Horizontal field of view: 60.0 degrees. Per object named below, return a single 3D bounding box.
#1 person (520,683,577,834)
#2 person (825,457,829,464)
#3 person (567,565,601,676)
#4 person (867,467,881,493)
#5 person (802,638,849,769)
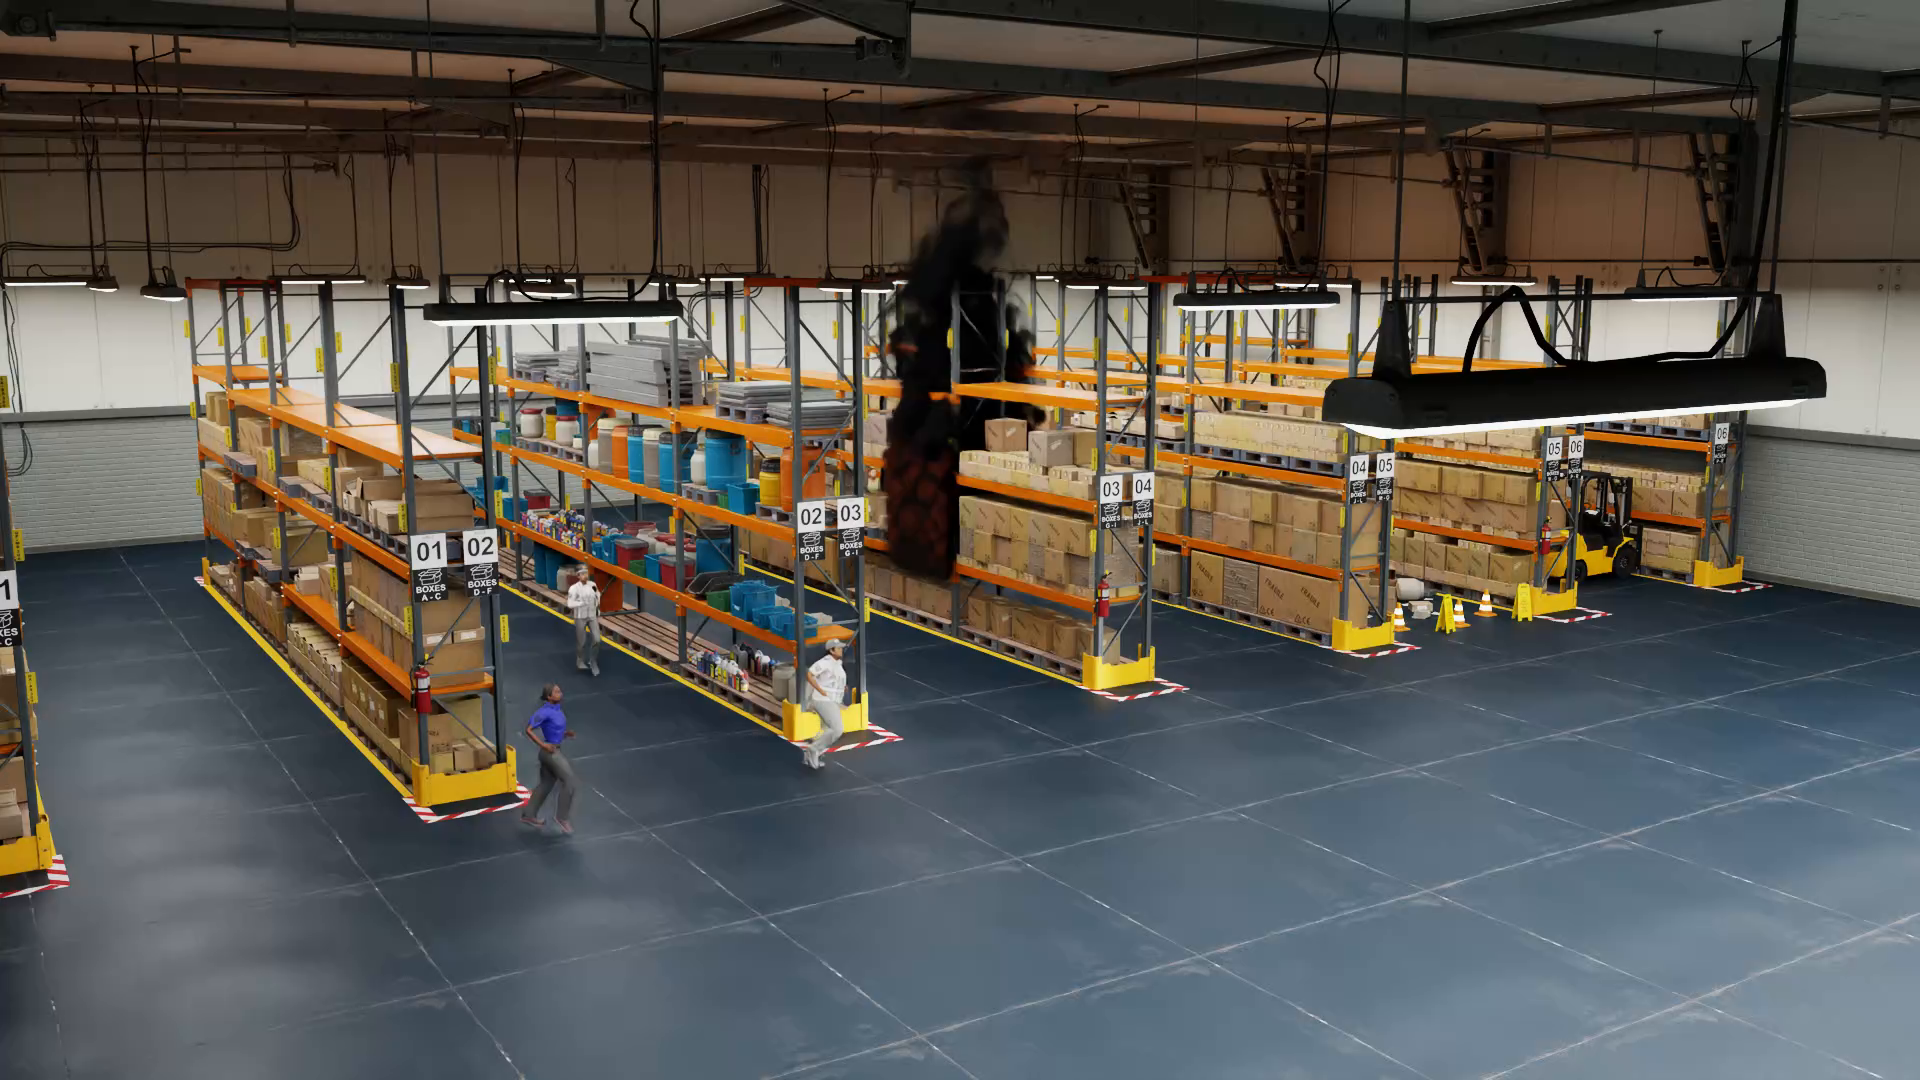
[{"bbox_3d":[-4.605,2.485,18.622,0.656,1.632,0.603,-1,10,-4],"label":"person"},{"bbox_3d":[-3.353,-1.201,39.799,0.767,1.792,0.933,2,10,12],"label":"person"},{"bbox_3d":[-5.749,1.228,25.611,0.592,1.734,0.684,-5,11,-29],"label":"person"},{"bbox_3d":[-1.993,-0.816,37.859,0.564,1.716,0.775,-5,11,-29],"label":"person"},{"bbox_3d":[-1.673,2.046,20.969,0.574,1.593,0.685,2,10,15],"label":"person"}]
